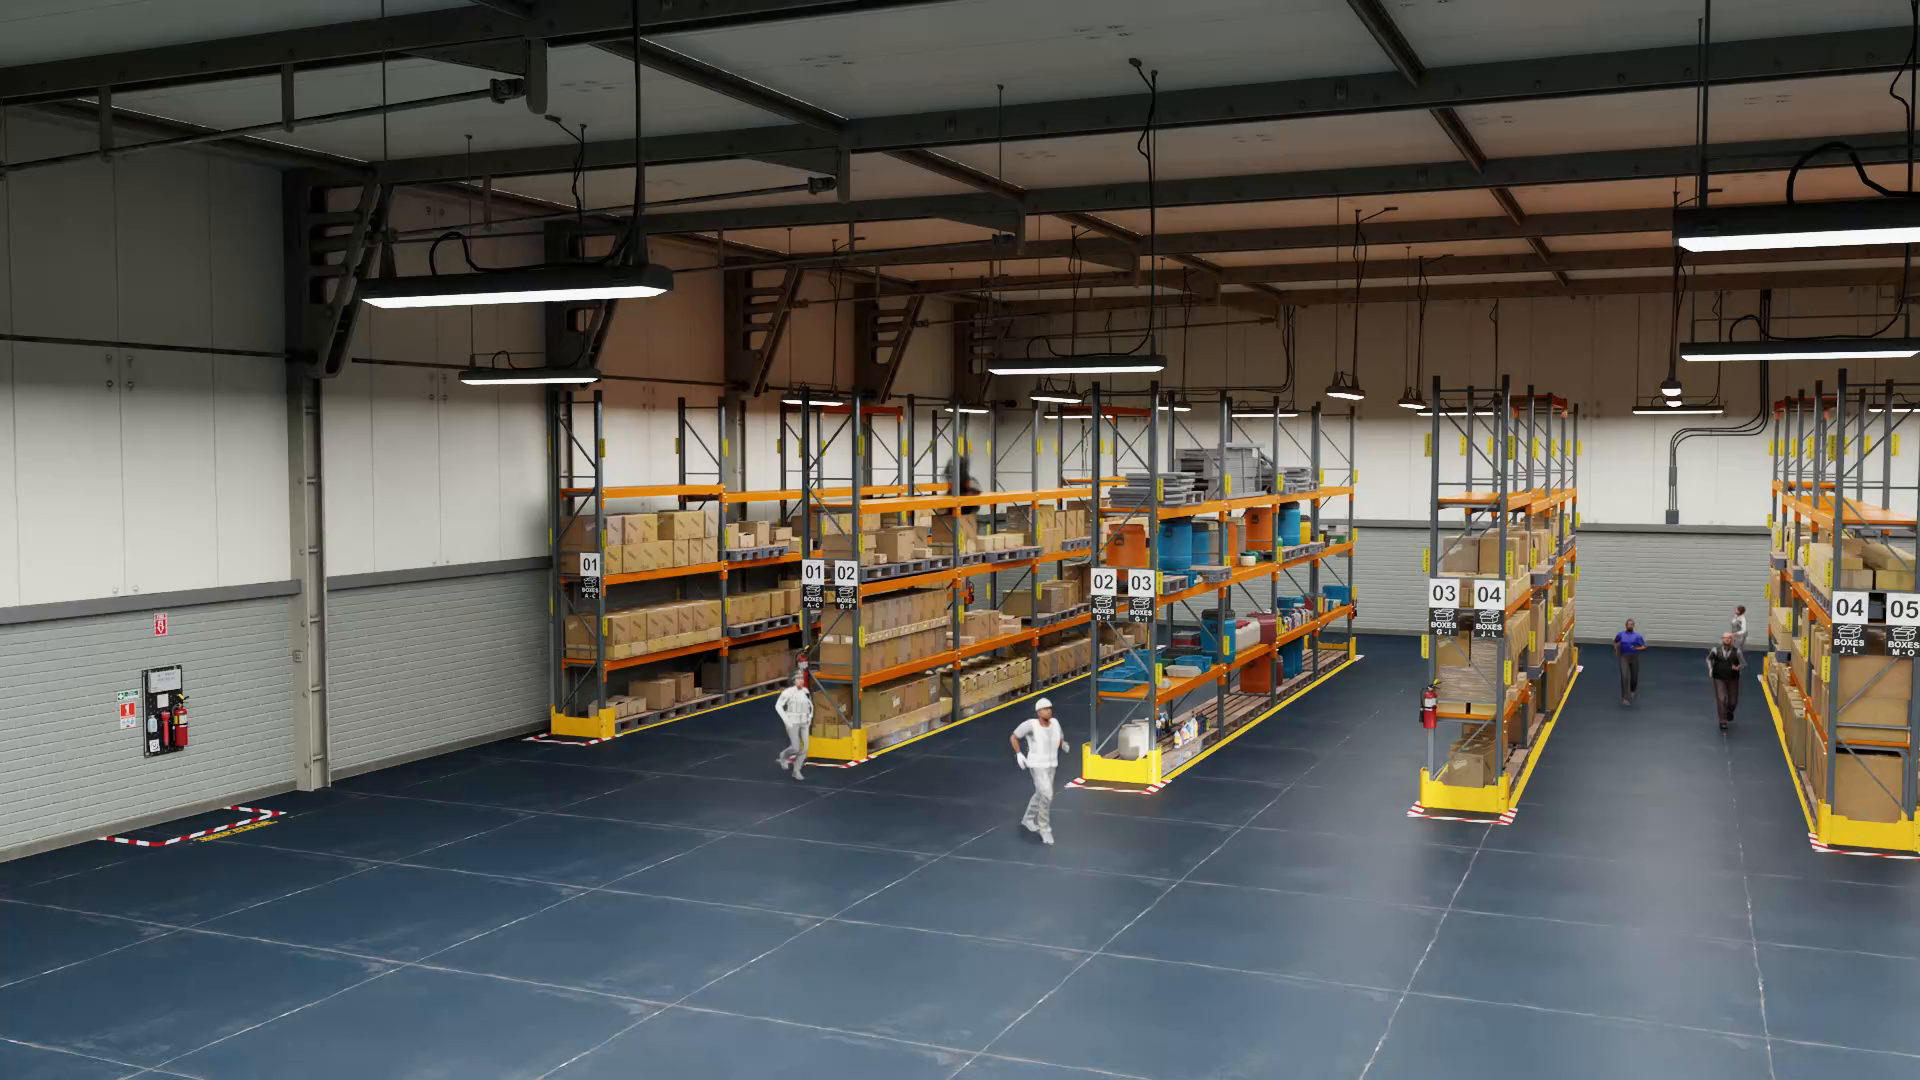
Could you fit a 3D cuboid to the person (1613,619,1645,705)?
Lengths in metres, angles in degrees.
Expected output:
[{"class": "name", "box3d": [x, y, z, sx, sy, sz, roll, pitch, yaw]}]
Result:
[{"class": "person", "box3d": [13.070, 2.363, 32.489, 0.578, 1.639, 0.921, 1, 3, 20]}]

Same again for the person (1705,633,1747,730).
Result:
[{"class": "person", "box3d": [13.689, 2.513, 29.726, 0.669, 1.689, 0.882, 1, 3, 22]}]

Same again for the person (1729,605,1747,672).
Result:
[{"class": "person", "box3d": [17.210, 2.200, 36.863, 0.478, 1.525, 0.584, 0, 3, -5]}]

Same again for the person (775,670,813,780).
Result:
[{"class": "person", "box3d": [-2.514, 2.790, 25.285, 0.640, 1.677, 0.521, -2, 4, -37]}]

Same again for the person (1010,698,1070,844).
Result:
[{"class": "person", "box3d": [1.057, 2.941, 21.328, 0.651, 1.842, 0.796, -3, 4, -41]}]
